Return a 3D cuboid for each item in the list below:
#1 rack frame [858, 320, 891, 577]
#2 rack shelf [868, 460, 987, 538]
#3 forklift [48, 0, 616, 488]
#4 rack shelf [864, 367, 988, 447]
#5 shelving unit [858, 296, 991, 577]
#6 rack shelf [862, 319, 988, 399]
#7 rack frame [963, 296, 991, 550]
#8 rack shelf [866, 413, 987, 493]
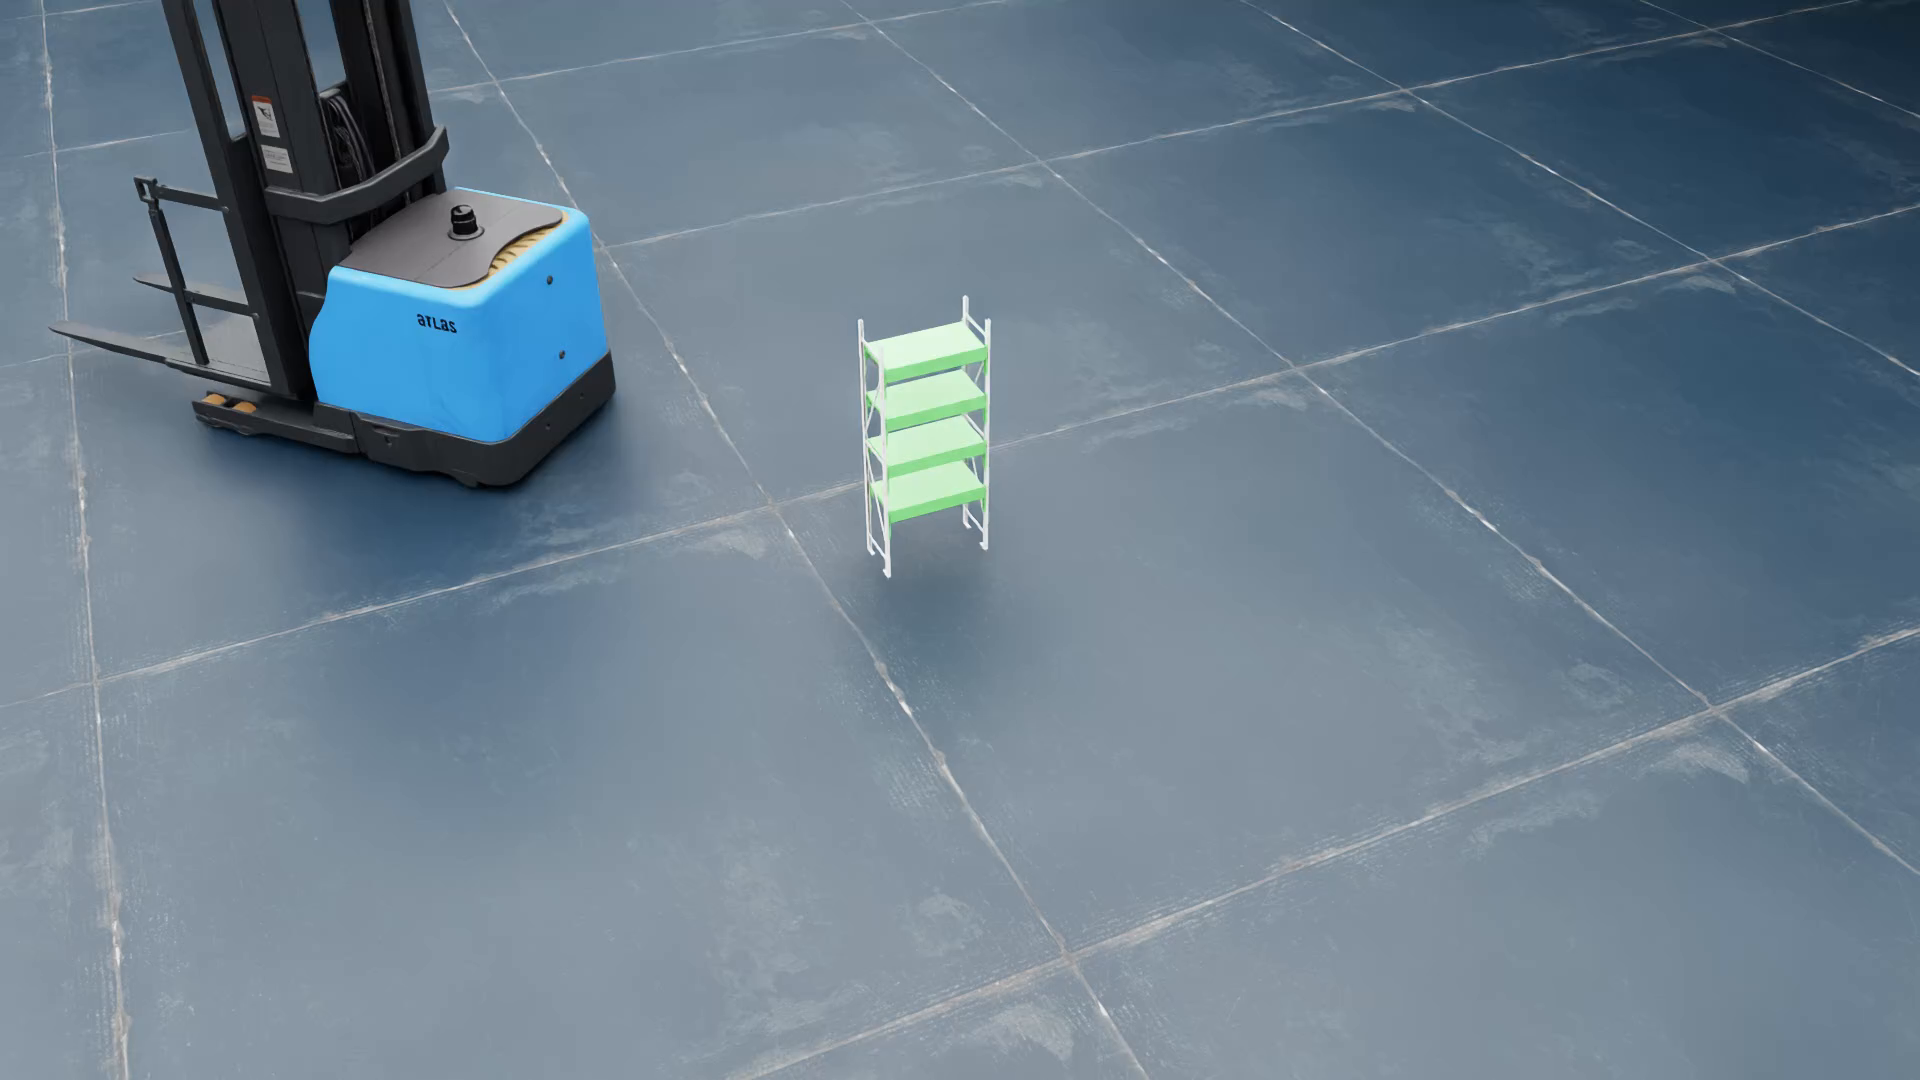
[{"bbox_3d":[-0.371,-0.378,7.253,0.015,1.200,0.240,-16,39,-20],"label":"rack frame"},{"bbox_3d":[-0.150,-0.196,7.517,0.480,0.148,0.258,-16,39,-20],"label":"rack shelf"},{"bbox_3d":[-3.366,-1.988,7.970,3.031,2.935,1.130,14,39,18],"label":"forklift"},{"bbox_3d":[-0.150,-0.581,7.231,0.480,0.148,0.258,-16,39,-20],"label":"rack shelf"},{"bbox_3d":[-0.150,-0.440,7.336,0.503,1.200,0.258,-16,39,-20],"label":"shelving unit"},{"bbox_3d":[-0.150,-0.774,7.088,0.480,0.148,0.258,-16,39,-20],"label":"rack shelf"},{"bbox_3d":[0.071,-0.502,7.419,0.015,1.200,0.240,-16,39,-20],"label":"rack frame"},{"bbox_3d":[-0.150,-0.389,7.374,0.480,0.148,0.258,-16,39,-20],"label":"rack shelf"}]
